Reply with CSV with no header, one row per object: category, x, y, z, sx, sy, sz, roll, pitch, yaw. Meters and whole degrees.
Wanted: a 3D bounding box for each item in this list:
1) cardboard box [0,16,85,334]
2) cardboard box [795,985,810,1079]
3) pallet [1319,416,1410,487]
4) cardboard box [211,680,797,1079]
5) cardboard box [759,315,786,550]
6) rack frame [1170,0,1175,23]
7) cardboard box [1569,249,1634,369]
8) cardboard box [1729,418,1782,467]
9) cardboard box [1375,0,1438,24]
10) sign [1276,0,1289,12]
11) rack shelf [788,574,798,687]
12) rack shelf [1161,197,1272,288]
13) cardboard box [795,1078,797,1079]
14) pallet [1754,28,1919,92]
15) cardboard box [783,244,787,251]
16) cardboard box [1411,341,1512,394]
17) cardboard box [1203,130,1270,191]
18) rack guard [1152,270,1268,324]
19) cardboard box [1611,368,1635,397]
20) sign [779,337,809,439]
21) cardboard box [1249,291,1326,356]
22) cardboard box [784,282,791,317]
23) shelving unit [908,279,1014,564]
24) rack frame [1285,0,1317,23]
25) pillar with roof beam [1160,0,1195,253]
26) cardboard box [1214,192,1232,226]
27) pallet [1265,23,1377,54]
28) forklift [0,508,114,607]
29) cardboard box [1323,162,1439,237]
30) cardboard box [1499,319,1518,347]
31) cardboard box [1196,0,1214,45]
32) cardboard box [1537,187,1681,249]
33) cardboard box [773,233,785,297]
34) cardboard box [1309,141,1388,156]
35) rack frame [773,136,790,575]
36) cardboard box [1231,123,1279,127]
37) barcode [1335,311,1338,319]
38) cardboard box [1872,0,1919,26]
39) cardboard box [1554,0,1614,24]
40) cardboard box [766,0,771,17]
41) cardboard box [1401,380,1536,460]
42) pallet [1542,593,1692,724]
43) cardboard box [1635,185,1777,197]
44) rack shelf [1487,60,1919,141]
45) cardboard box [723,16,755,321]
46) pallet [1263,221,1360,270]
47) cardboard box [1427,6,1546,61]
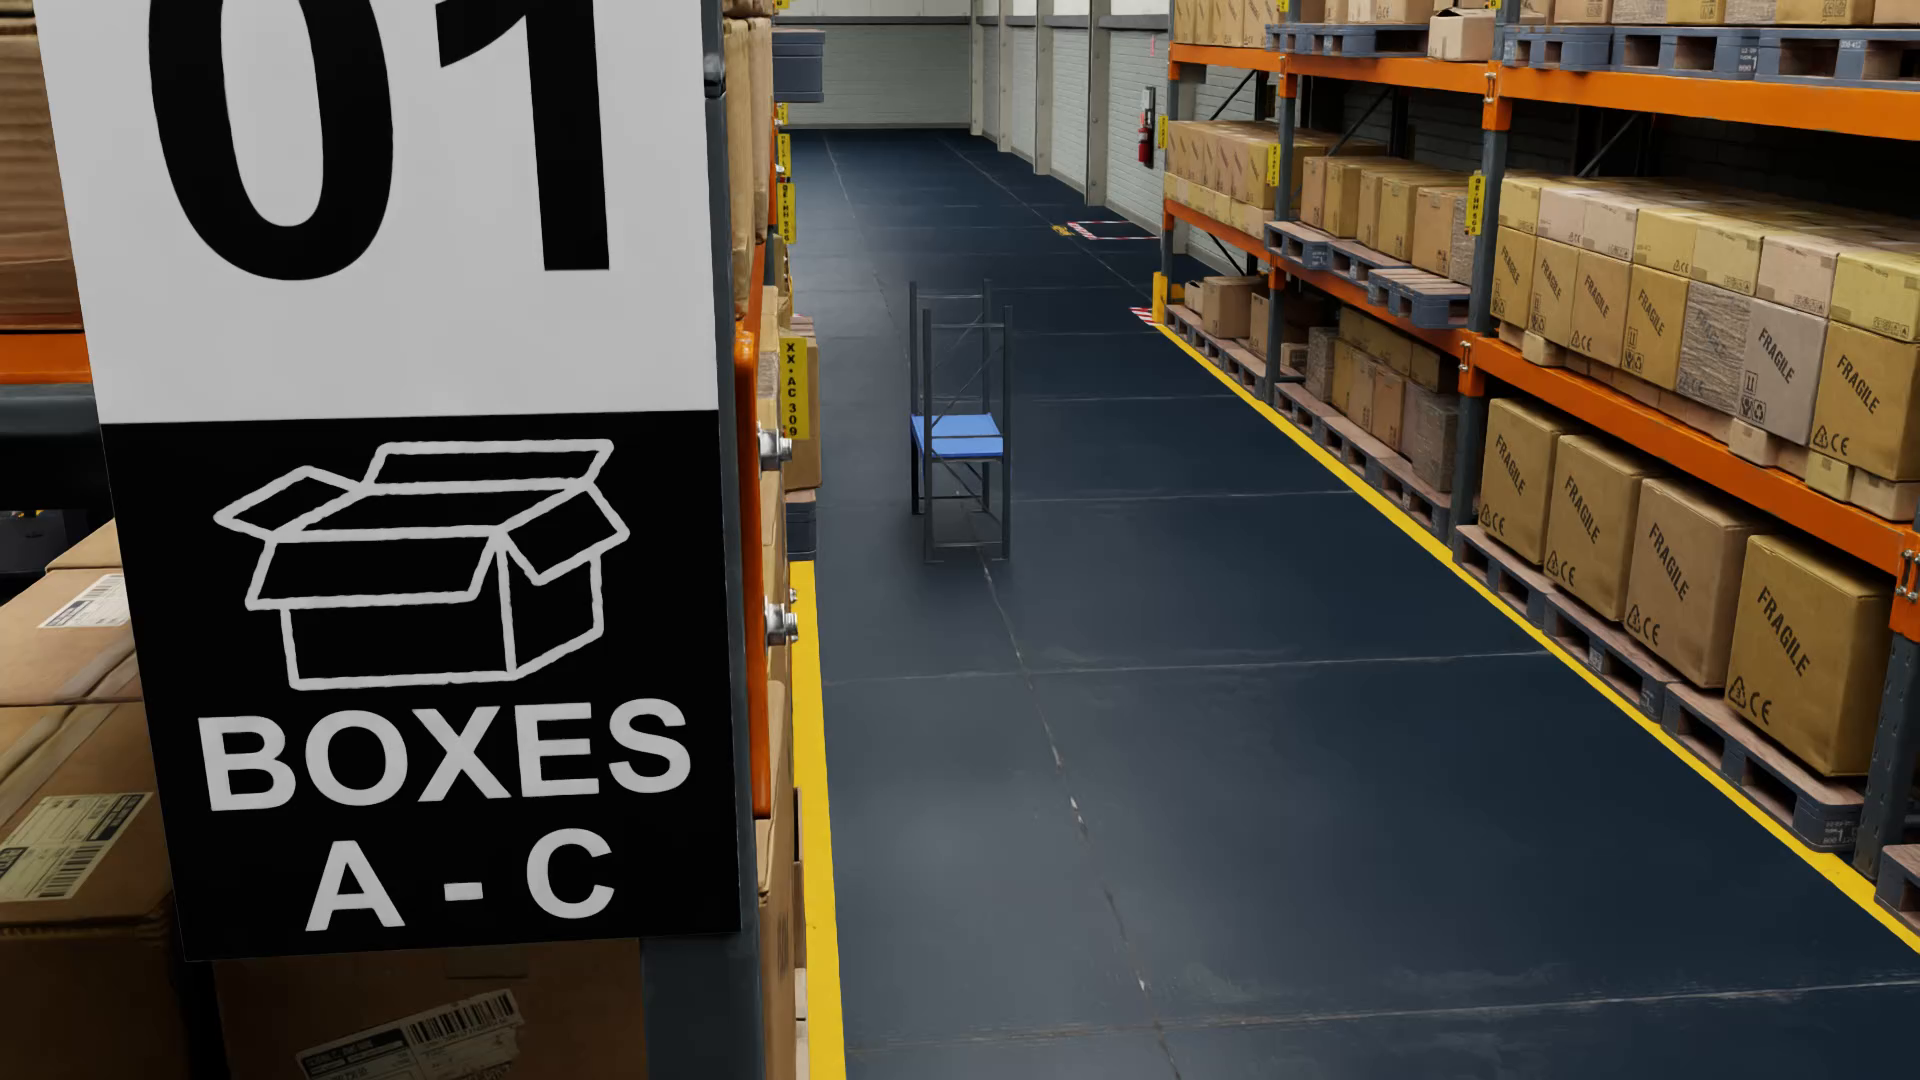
cardboard box,-0.971,-0.357,1.549,0.500,0.250,0.500,-2,18,-6
cardboard box,-0.650,1.413,4.422,0.500,0.311,0.500,-2,18,-6
pallet,3.244,-0.655,11.912,1.003,0.211,1.213,-2,18,-6
cardboard box,-0.440,0.482,1.796,0.500,0.500,0.500,-1,17,-4
cardboard box,-0.703,-0.274,4.205,0.500,0.500,0.500,-2,18,-7
rack frame,2.621,-6.636,16.290,1.000,3.000,0.127,-2,18,-6
cardboard box,3.336,-1.132,8.079,0.500,0.500,0.500,-2,18,-6
cardboard box,3.425,-0.410,6.861,0.380,0.149,0.250,-2,18,-6
cardboard box,3.137,-3.728,11.169,0.500,0.500,0.500,-2,18,-8
sign,2.494,-4.241,12.806,0.100,0.325,0.005,-2,18,-6
rack shelf,-0.862,0.895,3.520,1.077,0.370,4.000,-2,18,-6
rack shelf,2.827,-2.834,15.399,1.077,0.370,4.000,-2,18,-6
cardboard box,-0.440,0.959,1.946,0.500,0.500,0.500,-1,17,-4
pallet,3.715,-1.810,6.246,0.805,0.209,1.217,-2,18,-8
cardboard box,-1.955,-2.715,16.455,0.500,0.500,0.500,-2,18,-6
cardboard box,3.323,-1.150,11.018,0.500,0.250,0.500,-1,17,-5
cardboard box,2.524,-3.463,15.164,0.500,0.500,0.500,-1,17,-4
rack guard,2.628,-2.558,17.491,1.175,0.500,0.348,-2,18,-6
cardboard box,3.410,-0.792,8.078,0.380,0.149,0.250,-2,17,-5
sign,-0.530,-0.476,5.241,0.100,0.325,0.005,-2,18,-6
cardboard box,2.886,-1.907,14.683,0.500,0.500,0.500,-3,18,-10
cardboard box,-1.630,-1.822,13.610,0.500,0.500,0.500,-2,18,-6
shelving unit,-0.009,-0.741,10.033,0.538,1.500,1.048,-2,18,-6
rack frame,3.033,-5.444,12.494,1.000,3.000,0.127,-2,18,-6
pillar with roof beam,-1.348,-8.109,20.982,9.100,9.000,0.400,-2,18,-6
cardboard box,2.572,-2.950,14.782,0.500,0.250,0.500,-2,18,-6
pallet,2.991,-3.736,12.376,1.213,0.211,1.003,-2,18,-6
forklift,-4.870,-1.055,8.646,3.031,2.935,1.130,-4,18,-13
cardboard box,3.102,-2.520,12.295,0.700,0.500,0.500,0,17,0
cardboard box,3.249,-1.175,9.297,0.380,0.149,0.250,-2,18,-6
cardboard box,2.484,-4.839,15.374,0.500,0.500,0.500,-1,17,-3
cardboard box,3.292,-1.644,8.456,0.500,0.250,0.500,-2,18,-6
cardboard box,-1.304,-1.300,8.442,0.700,0.500,0.500,-8,19,-24
cardboard box,3.192,-3.024,13.767,0.500,0.500,0.500,-2,18,-7
rack frame,-1.481,-1.236,9.106,1.000,3.000,0.127,-2,18,-6
cardboard box,2.923,-3.785,16.191,0.500,0.500,0.500,-2,17,-5
barcode,3.216,-1.920,14.190,0.001,0.075,0.075,-2,18,-6
cardboard box,3.877,-2.153,6.117,0.700,0.500,0.500,-3,18,-9
cardboard box,3.552,-2.939,8.621,0.700,0.500,0.500,-3,18,-10
cardboard box,-0.700,-1.357,3.899,0.500,0.250,0.500,-2,18,-6
cardboard box,3.382,-0.777,11.084,0.700,0.500,0.500,-2,18,-6
pallet,3.575,0.540,8.104,1.003,0.211,1.213,-2,18,-6
cardboard box,3.800,-1.666,8.525,0.500,0.250,0.500,-2,18,-7
rack shelf,3.652,-1.882,7.358,1.077,0.370,4.000,-2,18,-6
cardboard box,-0.456,-0.373,1.600,0.500,0.250,0.500,-2,18,-6
pallet,2.967,-2.258,12.682,1.003,0.211,1.213,-2,18,-6
cardboard box,3.103,-2.994,9.815,0.500,0.311,0.500,-2,18,-6
